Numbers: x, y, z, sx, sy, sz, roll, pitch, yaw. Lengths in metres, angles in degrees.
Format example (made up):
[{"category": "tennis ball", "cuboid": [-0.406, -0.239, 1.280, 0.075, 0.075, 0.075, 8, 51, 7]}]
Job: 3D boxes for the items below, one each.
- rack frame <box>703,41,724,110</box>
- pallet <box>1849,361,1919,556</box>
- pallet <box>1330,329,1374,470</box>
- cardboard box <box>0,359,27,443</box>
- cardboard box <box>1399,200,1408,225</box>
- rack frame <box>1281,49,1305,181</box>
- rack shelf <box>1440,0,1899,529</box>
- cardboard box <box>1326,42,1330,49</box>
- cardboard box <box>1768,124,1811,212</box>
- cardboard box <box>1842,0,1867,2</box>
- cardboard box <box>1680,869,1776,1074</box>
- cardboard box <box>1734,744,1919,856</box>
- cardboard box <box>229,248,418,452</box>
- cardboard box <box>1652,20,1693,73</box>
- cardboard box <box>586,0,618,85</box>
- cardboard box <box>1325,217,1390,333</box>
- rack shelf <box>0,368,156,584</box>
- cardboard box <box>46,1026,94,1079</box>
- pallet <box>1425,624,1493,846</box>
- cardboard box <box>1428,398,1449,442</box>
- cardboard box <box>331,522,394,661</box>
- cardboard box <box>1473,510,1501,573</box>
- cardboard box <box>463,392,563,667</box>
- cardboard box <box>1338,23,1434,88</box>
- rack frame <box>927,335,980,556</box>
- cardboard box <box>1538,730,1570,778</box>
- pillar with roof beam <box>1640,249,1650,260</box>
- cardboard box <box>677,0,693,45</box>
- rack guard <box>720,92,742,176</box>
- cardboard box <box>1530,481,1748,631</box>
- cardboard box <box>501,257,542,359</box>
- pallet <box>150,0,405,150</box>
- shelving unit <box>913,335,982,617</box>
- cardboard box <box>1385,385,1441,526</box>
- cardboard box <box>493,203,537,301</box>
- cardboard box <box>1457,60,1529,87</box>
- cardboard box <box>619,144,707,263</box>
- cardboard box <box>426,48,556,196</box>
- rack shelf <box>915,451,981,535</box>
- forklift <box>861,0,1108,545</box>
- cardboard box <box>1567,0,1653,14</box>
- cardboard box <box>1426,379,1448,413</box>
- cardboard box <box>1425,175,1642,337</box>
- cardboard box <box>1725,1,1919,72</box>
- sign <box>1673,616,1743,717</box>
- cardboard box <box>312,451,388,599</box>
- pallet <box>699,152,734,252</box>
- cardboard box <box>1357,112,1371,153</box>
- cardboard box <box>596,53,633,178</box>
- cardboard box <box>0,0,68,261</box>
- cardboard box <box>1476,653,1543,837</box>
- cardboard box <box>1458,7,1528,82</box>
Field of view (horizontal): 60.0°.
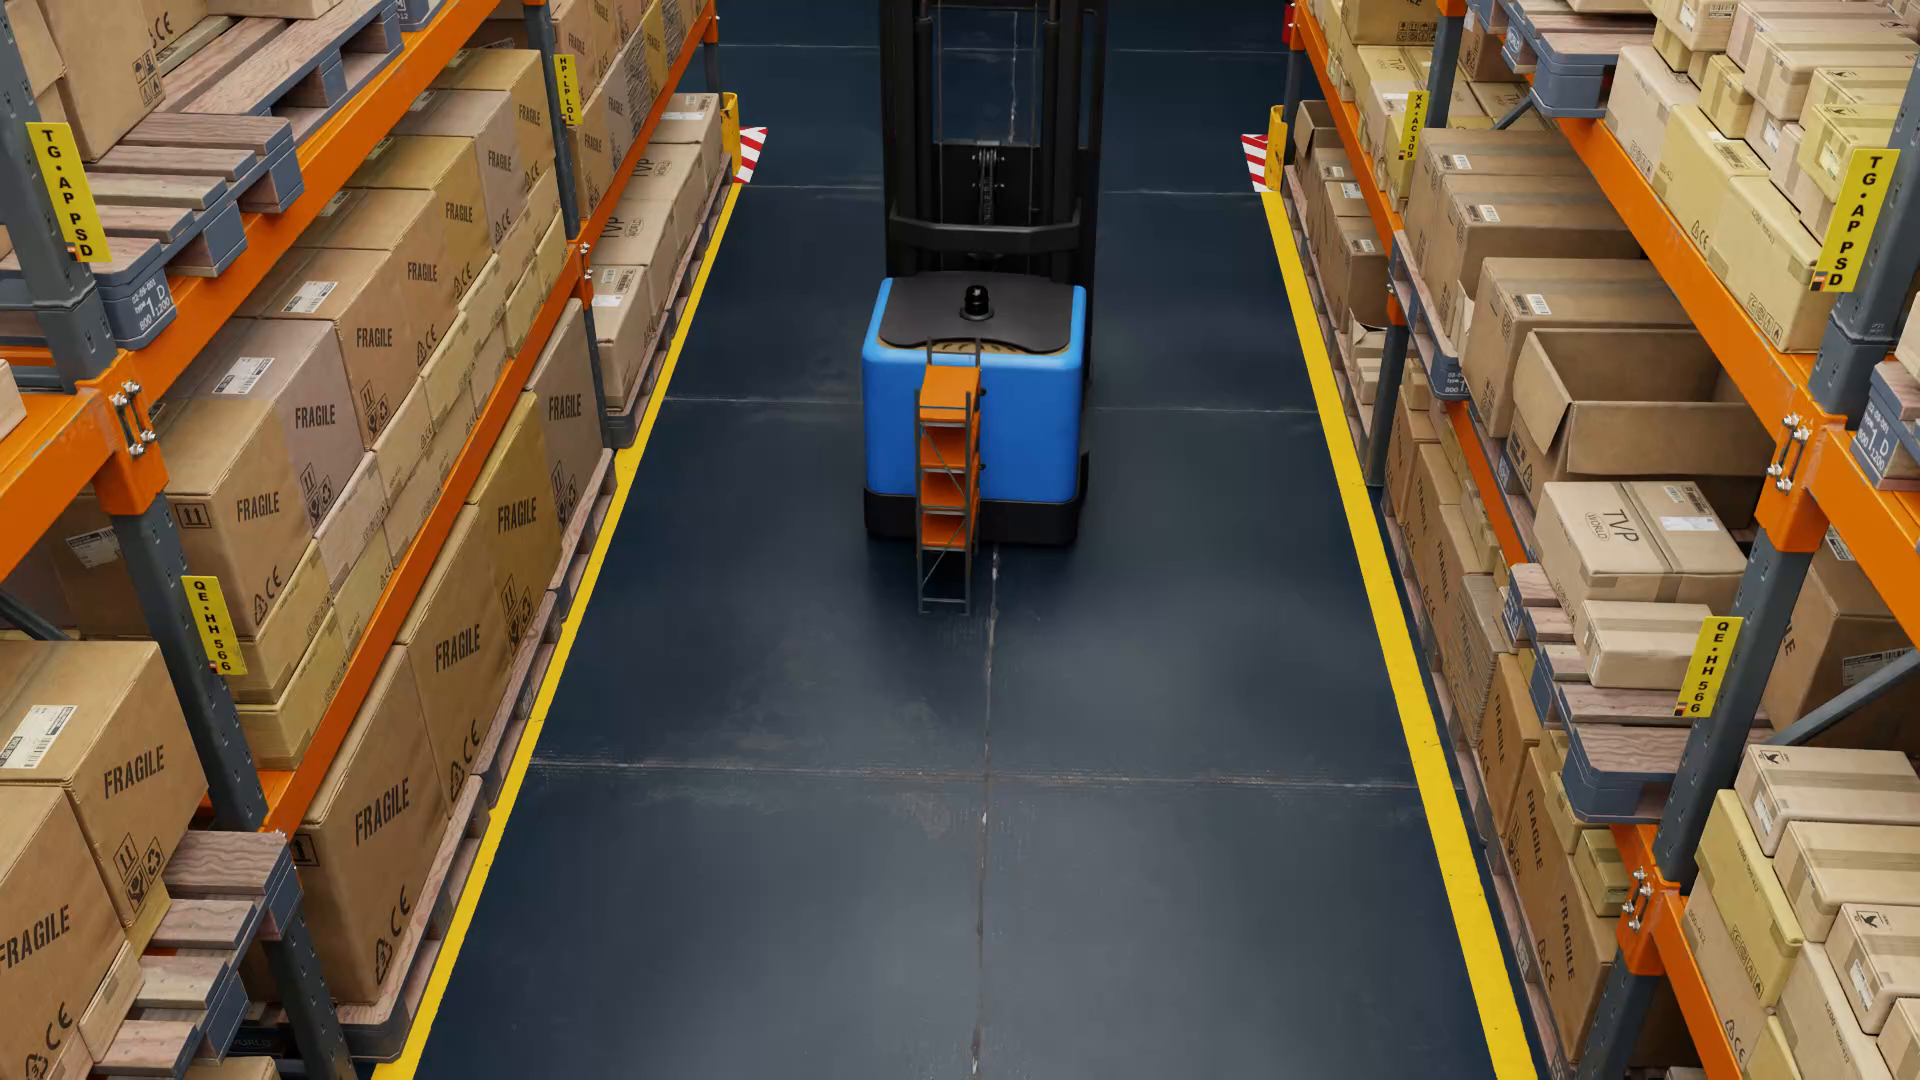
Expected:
[{"category": "rack frame", "cuboid": [-2.187, -3.934, 11.239, 1.000, 3.000, 0.127, 1, 35, 2]}, {"category": "pallet", "cuboid": [2.514, 0.016, 3.173, 1.213, 0.211, 1.003, 3, 35, 4]}, {"category": "pallet", "cuboid": [2.641, -0.777, 9.173, 1.003, 0.211, 1.213, 1, 35, 2]}, {"category": "cardboard box", "cuboid": [-2.311, -0.277, 3.645, 0.380, 0.149, 0.250, 1, 35, 2]}, {"category": "cardboard box", "cuboid": [2.373, -1.610, 8.151, 0.380, 0.149, 0.250, 2, 35, 3]}, {"category": "rack frame", "cuboid": [2.773, -3.822, 11.079, 1.000, 3.000, 0.127, 1, 35, 2]}, {"category": "rack shelf", "cuboid": [2.532, -1.308, 5.519, 1.077, 0.370, 4.000, 1, 35, 2]}, {"category": "cardboard box", "cuboid": [2.474, -3.094, 10.262, 0.380, 0.149, 0.250, 2, 35, 3]}, {"category": "cardboard box", "cuboid": [2.255, -0.912, 4.114, 0.380, 0.149, 0.250, 1, 35, 1]}, {"category": "cardboard box", "cuboid": [2.733, -1.611, 4.849, 0.380, 0.149, 0.250, 1, 35, 2]}, {"category": "cardboard box", "cuboid": [2.190, 1.085, 4.228, 0.500, 0.250, 0.500, 1, 35, 2]}, {"category": "cardboard box", "cuboid": [2.145, 0.644, 4.073, 0.380, 0.149, 0.250, 2, 35, 3]}, {"category": "cardboard box", "cuboid": [-2.198, -0.648, 5.607, 0.500, 0.500, 0.500, 2, 35, 3]}, {"category": "cardboard box", "cuboid": [2.303, -1.502, 4.954, 0.380, 0.149, 0.250, 2, 35, 3]}, {"category": "cardboard box", "cuboid": [-2.060, -2.644, 8.447, 0.500, 0.500, 0.500, 1, 35, 1]}, {"category": "cardboard box", "cuboid": [2.539, -1.535, 9.634, 0.700, 0.500, 0.500, 0, 35, 0]}, {"category": "rack shelf", "cuboid": [-2.589, 0.878, 2.409, 1.077, 0.370, 4.000, 1, 35, 2]}, {"category": "cardboard box", "cuboid": [-2.208, 1.233, 3.741, 0.380, 0.149, 0.250, 0, 35, 0]}, {"category": "pallet", "cuboid": [2.571, 0.788, 6.945, 1.003, 0.211, 1.213, 1, 35, 2]}, {"category": "cardboard box", "cuboid": [2.398, -0.577, 7.707, 0.380, 0.149, 0.250, 0, 35, 1]}, {"category": "cardboard box", "cuboid": [-2.234, 0.153, 5.555, 0.500, 0.250, 0.500, 0, 35, 1]}, {"category": "cardboard box", "cuboid": [2.342, 0.013, 6.867, 0.380, 0.149, 0.250, 3, 35, 4]}, {"category": "cardboard box", "cuboid": [-2.321, -0.061, 7.211, 0.875, 0.875, 0.875, 2, 35, 3]}, {"category": "cardboard box", "cuboid": [2.449, -2.752, 9.429, 0.500, 0.250, 0.500, 0, 35, 1]}, {"category": "rack frame", "cuboid": [-0.029, -0.422, 7.807, 0.240, 1.200, 0.015, 3, 35, 4]}, {"category": "cardboard box", "cuboid": [2.253, 0.763, 5.801, 0.380, 0.149, 0.250, 0, 35, 0]}, {"category": "pillar with roof beam", "cuboid": [-0.761, -4.457, 6.765, 9.100, 9.000, 0.400, 1, 35, 2]}, {"category": "cardboard box", "cuboid": [-1.977, -3.404, 10.398, 0.500, 0.500, 0.500, 1, 35, 1]}, {"category": "rack guard", "cuboid": [-2.186, -2.925, 11.978, 1.175, 0.500, 0.348, 1, 35, 2]}, {"category": "cardboard box", "cuboid": [2.171, 0.050, 5.335, 0.500, 0.250, 0.500, 0, 35, 0]}, {"category": "cardboard box", "cuboid": [-2.135, -1.019, 7.221, 0.500, 0.250, 0.500, 1, 35, 1]}, {"category": "pallet", "cuboid": [-2.493, -1.502, 5.334, 1.003, 0.211, 1.213, 3, 35, 4]}, {"category": "shelving unit", "cuboid": [-0.052, -0.283, 7.609, 0.258, 1.200, 0.503, 3, 35, 4]}, {"category": "cardboard box", "cuboid": [2.368, -0.400, 8.019, 0.500, 0.500, 0.500, 3, 35, 4]}, {"category": "cardboard box", "cuboid": [-2.135, -1.233, 7.092, 0.500, 0.250, 0.500, 2, 35, 3]}, {"category": "cardboard box", "cuboid": [2.938, -2.447, 8.995, 0.500, 0.250, 0.500, 2, 35, 3]}, {"category": "cardboard box", "cuboid": [-2.142, -2.150, 10.564, 0.875, 0.438, 0.875, 2, 35, 3]}, {"category": "cardboard box", "cuboid": [-2.115, -1.824, 7.280, 0.500, 0.500, 0.500, 2, 35, 3]}, {"category": "rack shelf", "cuboid": [-0.052, -0.228, 7.647, 0.258, 0.148, 0.480, 3, 35, 4]}, {"category": "forklift", "cuboid": [0.181, -2.006, 8.556, 1.130, 2.935, 3.031, 3, 35, 4]}, {"category": "cardboard box", "cuboid": [2.167, -1.815, 5.381, 0.380, 0.149, 0.250, 2, 35, 3]}, {"category": "cardboard box", "cuboid": [2.369, -0.710, 7.637, 0.380, 0.149, 0.250, 0, 35, 0]}, {"category": "cardboard box", "cuboid": [2.349, -1.166, 6.848, 0.700, 0.500, 0.500, 2, 35, 2]}, {"category": "cardboard box", "cuboid": [2.298, -1.328, 4.448, 0.380, 0.149, 0.250, 1, 35, 1]}, {"category": "sign", "cuboid": [1.909, 0.326, 4.239, 0.100, 0.325, 0.005, 1, 35, 2]}, {"category": "cardboard box", "cuboid": [-2.219, -0.064, 5.427, 0.500, 0.250, 0.500, 2, 35, 3]}, {"category": "pallet", "cuboid": [-2.141, -2.332, 11.385, 1.003, 0.211, 1.213, 1, 35, 2]}, {"category": "cardboard box", "cuboid": [2.368, -2.207, 9.001, 0.380, 0.149, 0.250, 1, 35, 1]}, {"category": "cardboard box", "cuboid": [-2.043, -2.230, 8.727, 0.500, 0.500, 0.500, 2, 35, 2]}, {"category": "cardboard box", "cuboid": [-2.644, -0.999, 4.000, 0.797, 0.503, 0.637, -1, 35, -1]}, {"category": "cardboard box", "cuboid": [2.303, 0.789, 6.327, 0.500, 0.500, 0.500, 3, 35, 4]}, {"category": "cardboard box", "cuboid": [2.938, -2.740, 8.760, 0.500, 0.500, 0.500, 0, 35, 1]}]
